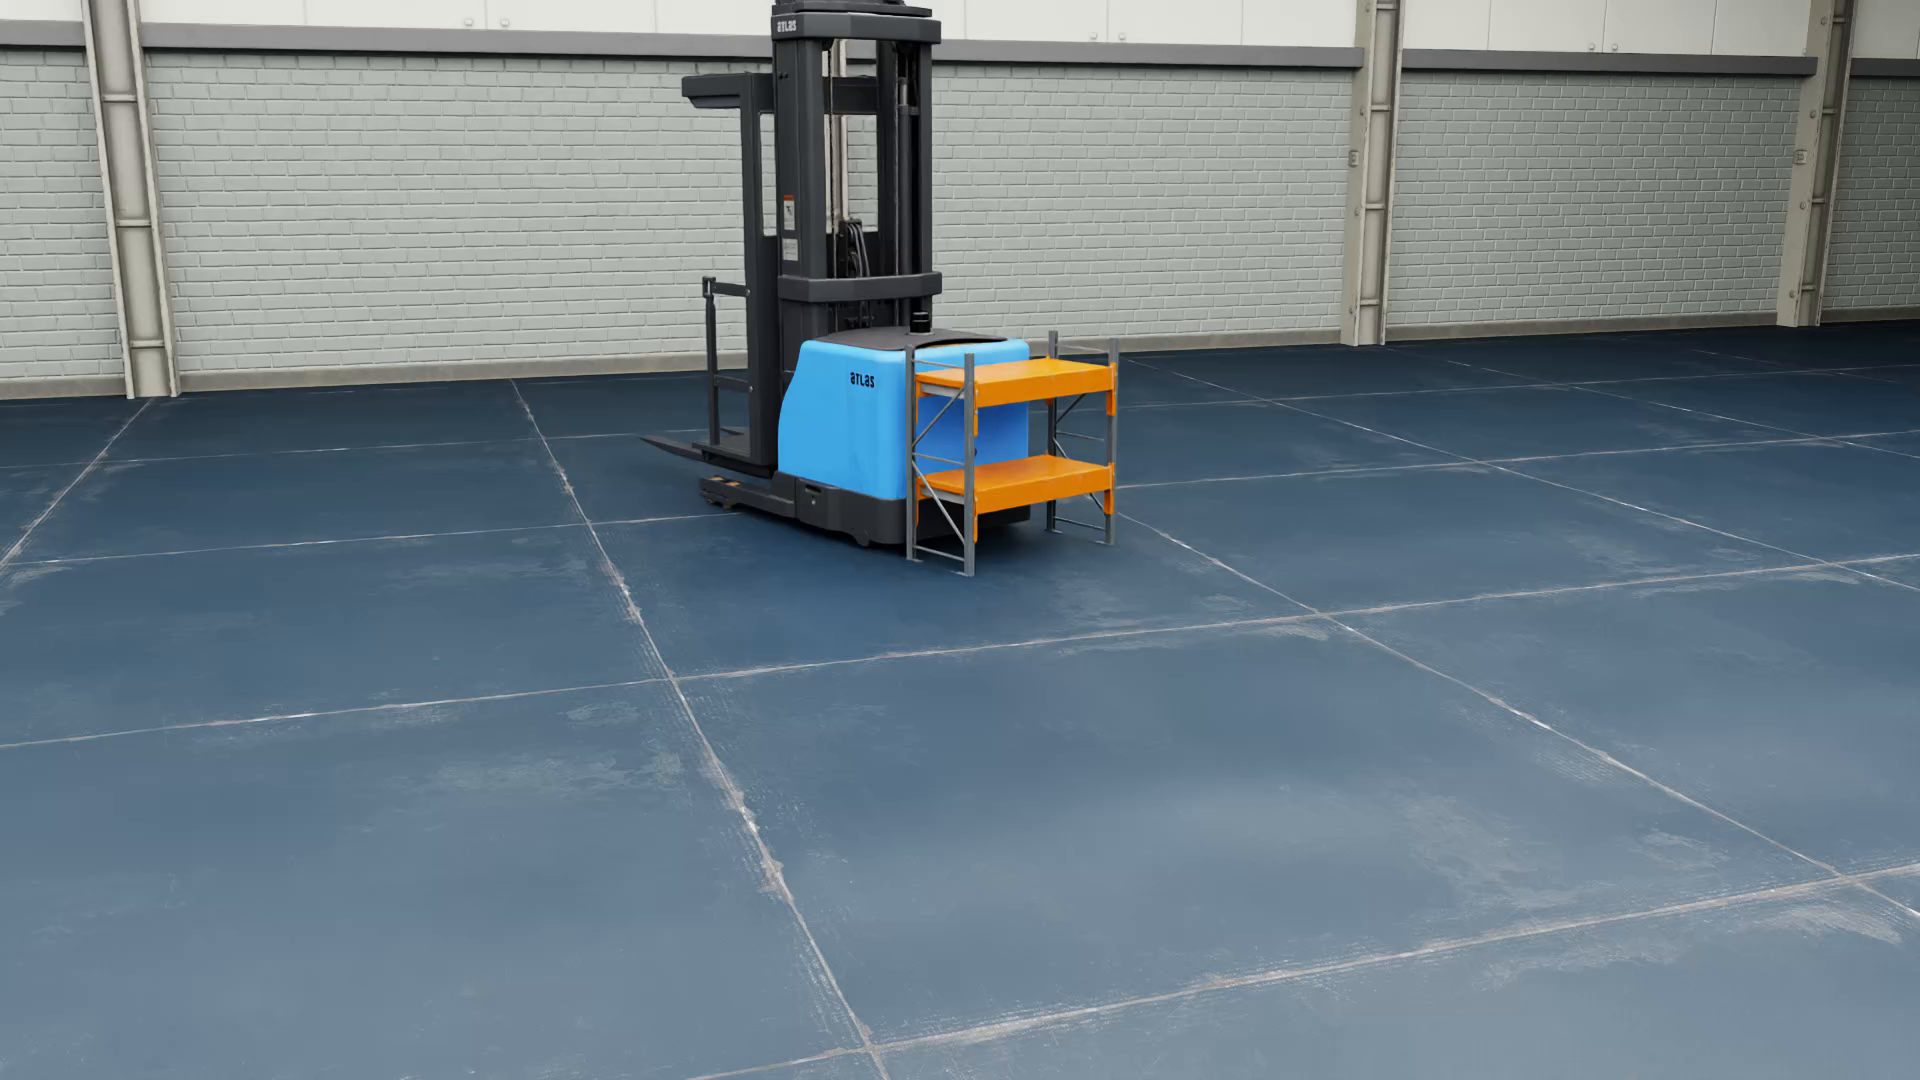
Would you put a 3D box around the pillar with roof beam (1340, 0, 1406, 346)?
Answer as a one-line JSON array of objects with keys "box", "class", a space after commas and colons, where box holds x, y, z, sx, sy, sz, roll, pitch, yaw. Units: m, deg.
[{"box": [5.759, -5.576, 13.138, 0.400, 9.000, 9.100, -4, 14, -18], "class": "pillar with roof beam"}]

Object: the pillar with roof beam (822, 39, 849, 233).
[{"box": [0.073, -5.133, 11.276, 0.400, 9.000, 9.100, -4, 14, -18], "class": "pillar with roof beam"}]

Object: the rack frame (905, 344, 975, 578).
[{"box": [-0.103, -0.403, 8.407, 0.032, 1.125, 0.500, -11, 18, -40], "class": "rack frame"}]

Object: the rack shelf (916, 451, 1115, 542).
[{"box": [0.280, -0.243, 8.789, 1.000, 0.278, 0.538, -11, 18, -40], "class": "rack shelf"}]

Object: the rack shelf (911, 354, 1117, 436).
[{"box": [0.280, -0.765, 8.664, 1.000, 0.278, 0.538, -11, 18, -40], "class": "rack shelf"}]

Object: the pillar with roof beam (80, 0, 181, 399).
[{"box": [-5.614, -4.690, 9.415, 0.400, 9.000, 9.100, -4, 14, -18], "class": "pillar with roof beam"}]

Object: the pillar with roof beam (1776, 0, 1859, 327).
[{"box": [11.446, -6.019, 15.000, 0.400, 9.000, 9.100, -4, 14, -18], "class": "pillar with roof beam"}]

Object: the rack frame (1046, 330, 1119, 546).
[{"box": [0.663, -0.558, 9.058, 0.032, 1.125, 0.500, -11, 18, -40], "class": "rack frame"}]

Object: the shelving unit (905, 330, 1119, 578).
[{"box": [0.280, -0.481, 8.732, 1.048, 1.125, 0.538, -11, 18, -40], "class": "shelving unit"}]

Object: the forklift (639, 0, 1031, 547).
[{"box": [-0.921, -1.672, 9.837, 1.130, 2.935, 3.031, -11, 17, -38], "class": "forklift"}]
